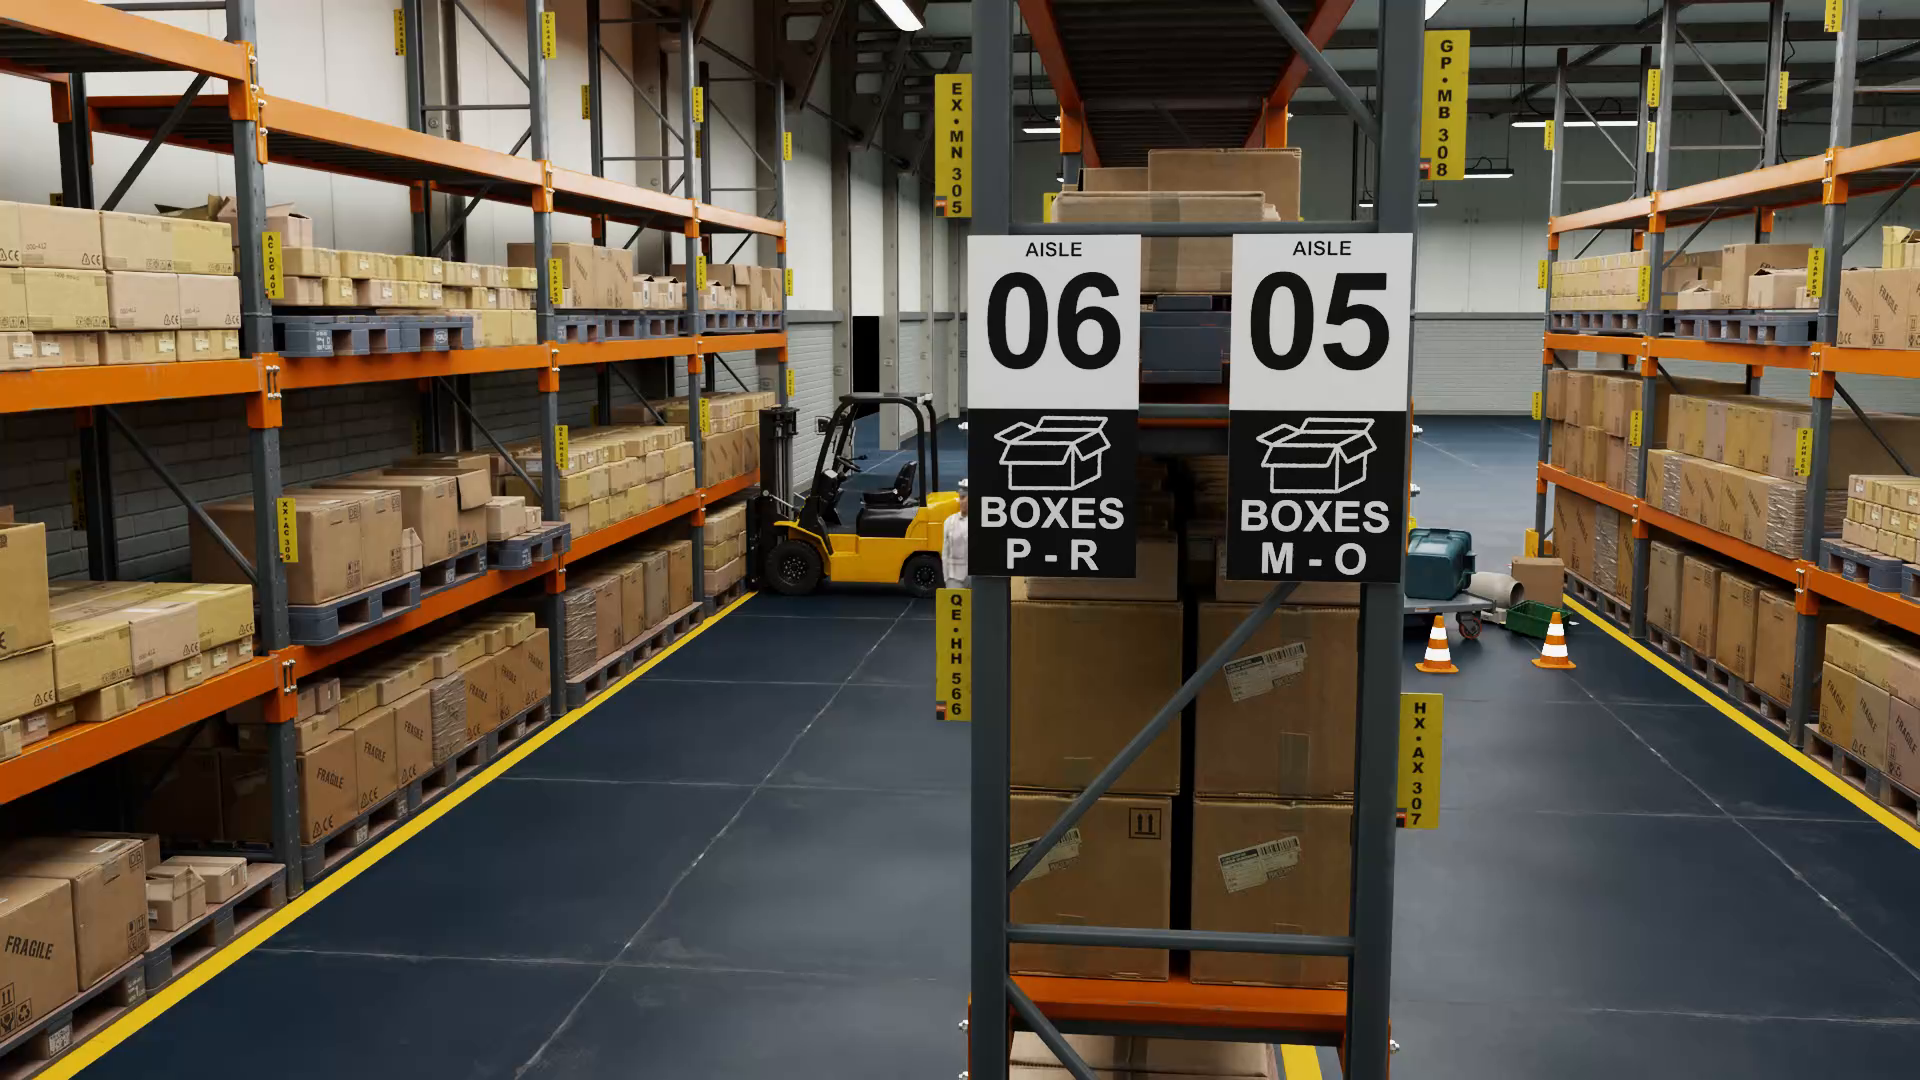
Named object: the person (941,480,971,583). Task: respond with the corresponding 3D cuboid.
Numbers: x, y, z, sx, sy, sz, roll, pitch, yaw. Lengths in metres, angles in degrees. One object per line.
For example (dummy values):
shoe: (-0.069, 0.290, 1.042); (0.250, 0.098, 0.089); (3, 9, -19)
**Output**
person: (0.068, 0.370, 13.508); (0.486, 1.721, 0.749); (1, 8, 6)
